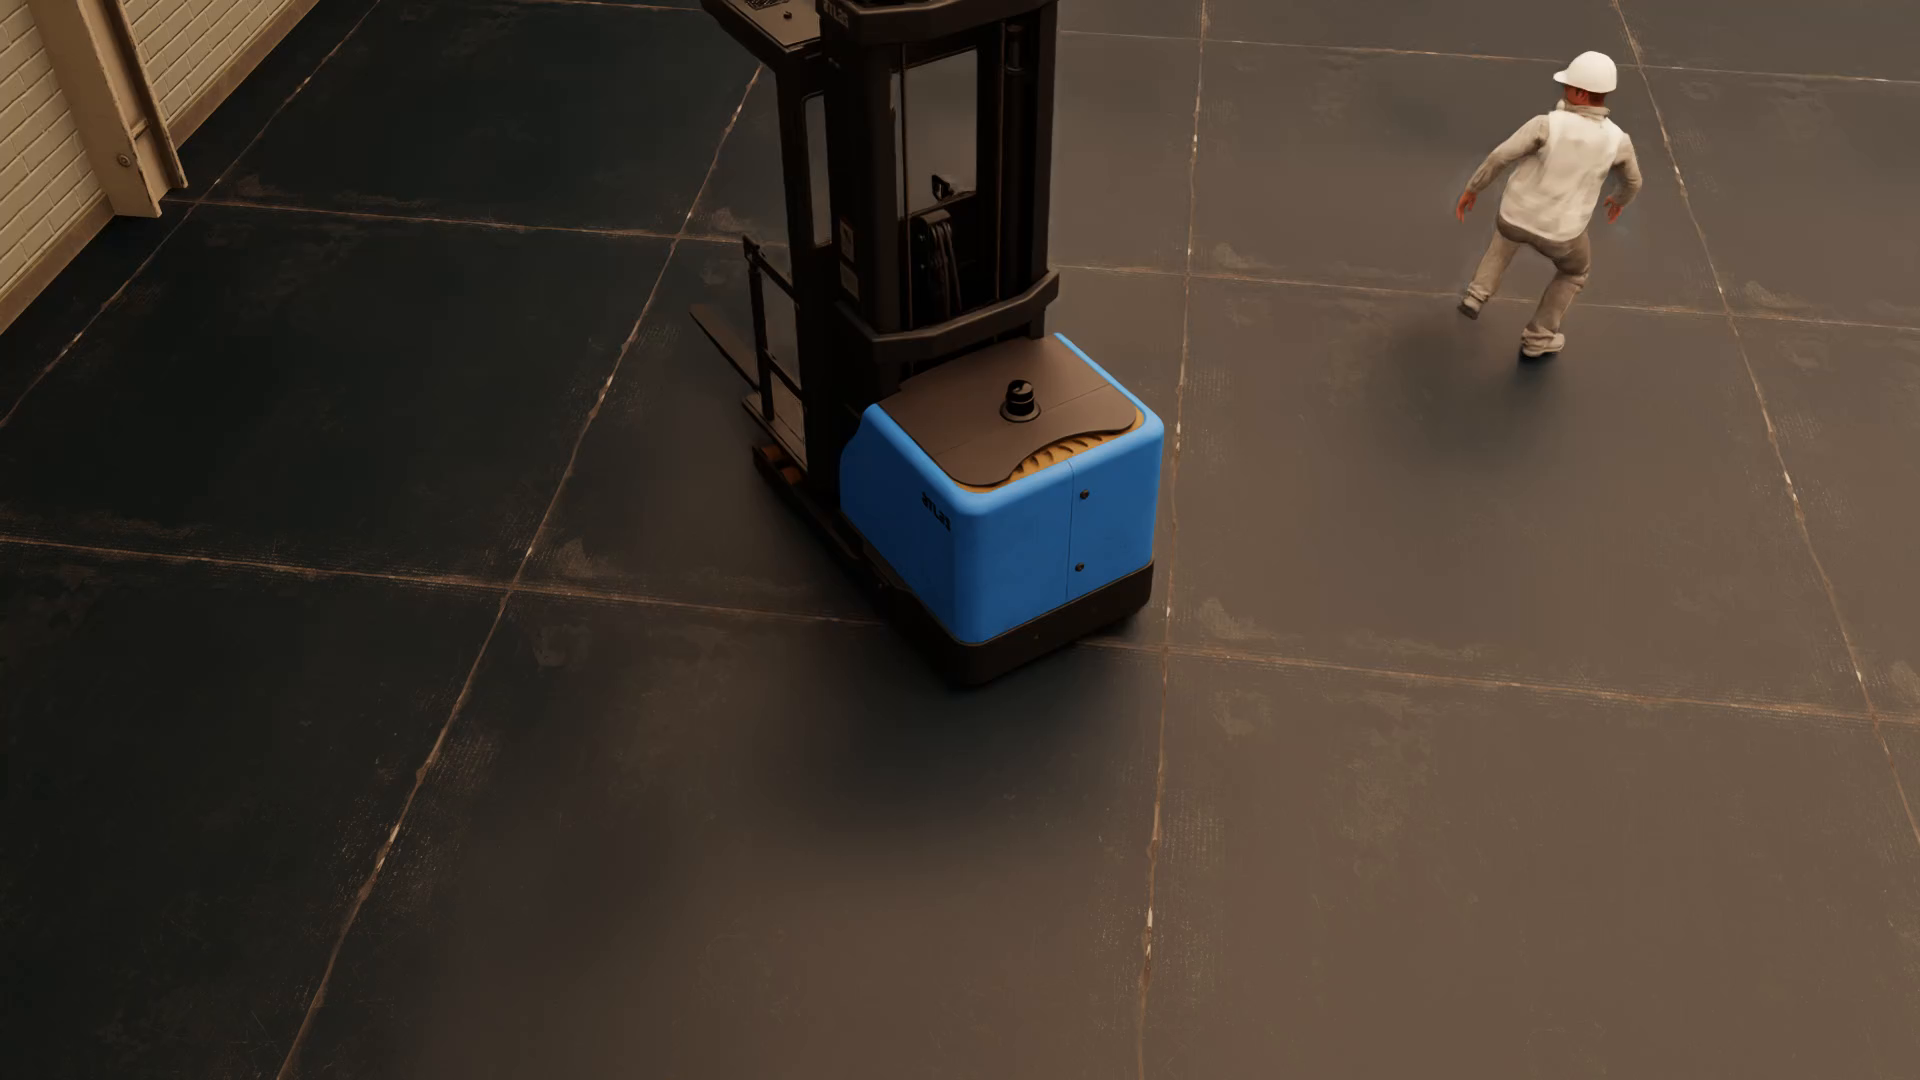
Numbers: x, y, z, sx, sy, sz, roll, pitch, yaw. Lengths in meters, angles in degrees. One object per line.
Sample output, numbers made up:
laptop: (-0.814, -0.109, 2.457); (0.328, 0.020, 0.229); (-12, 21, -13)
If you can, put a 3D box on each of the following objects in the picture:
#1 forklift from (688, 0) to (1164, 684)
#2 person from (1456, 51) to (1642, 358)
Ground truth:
forklift: (-0.360, -1.433, 7.284); (1.130, 2.935, 3.031); (-24, 48, -24)
person: (3.013, -1.714, 8.531); (0.792, 1.674, 0.608); (22, 47, 23)
